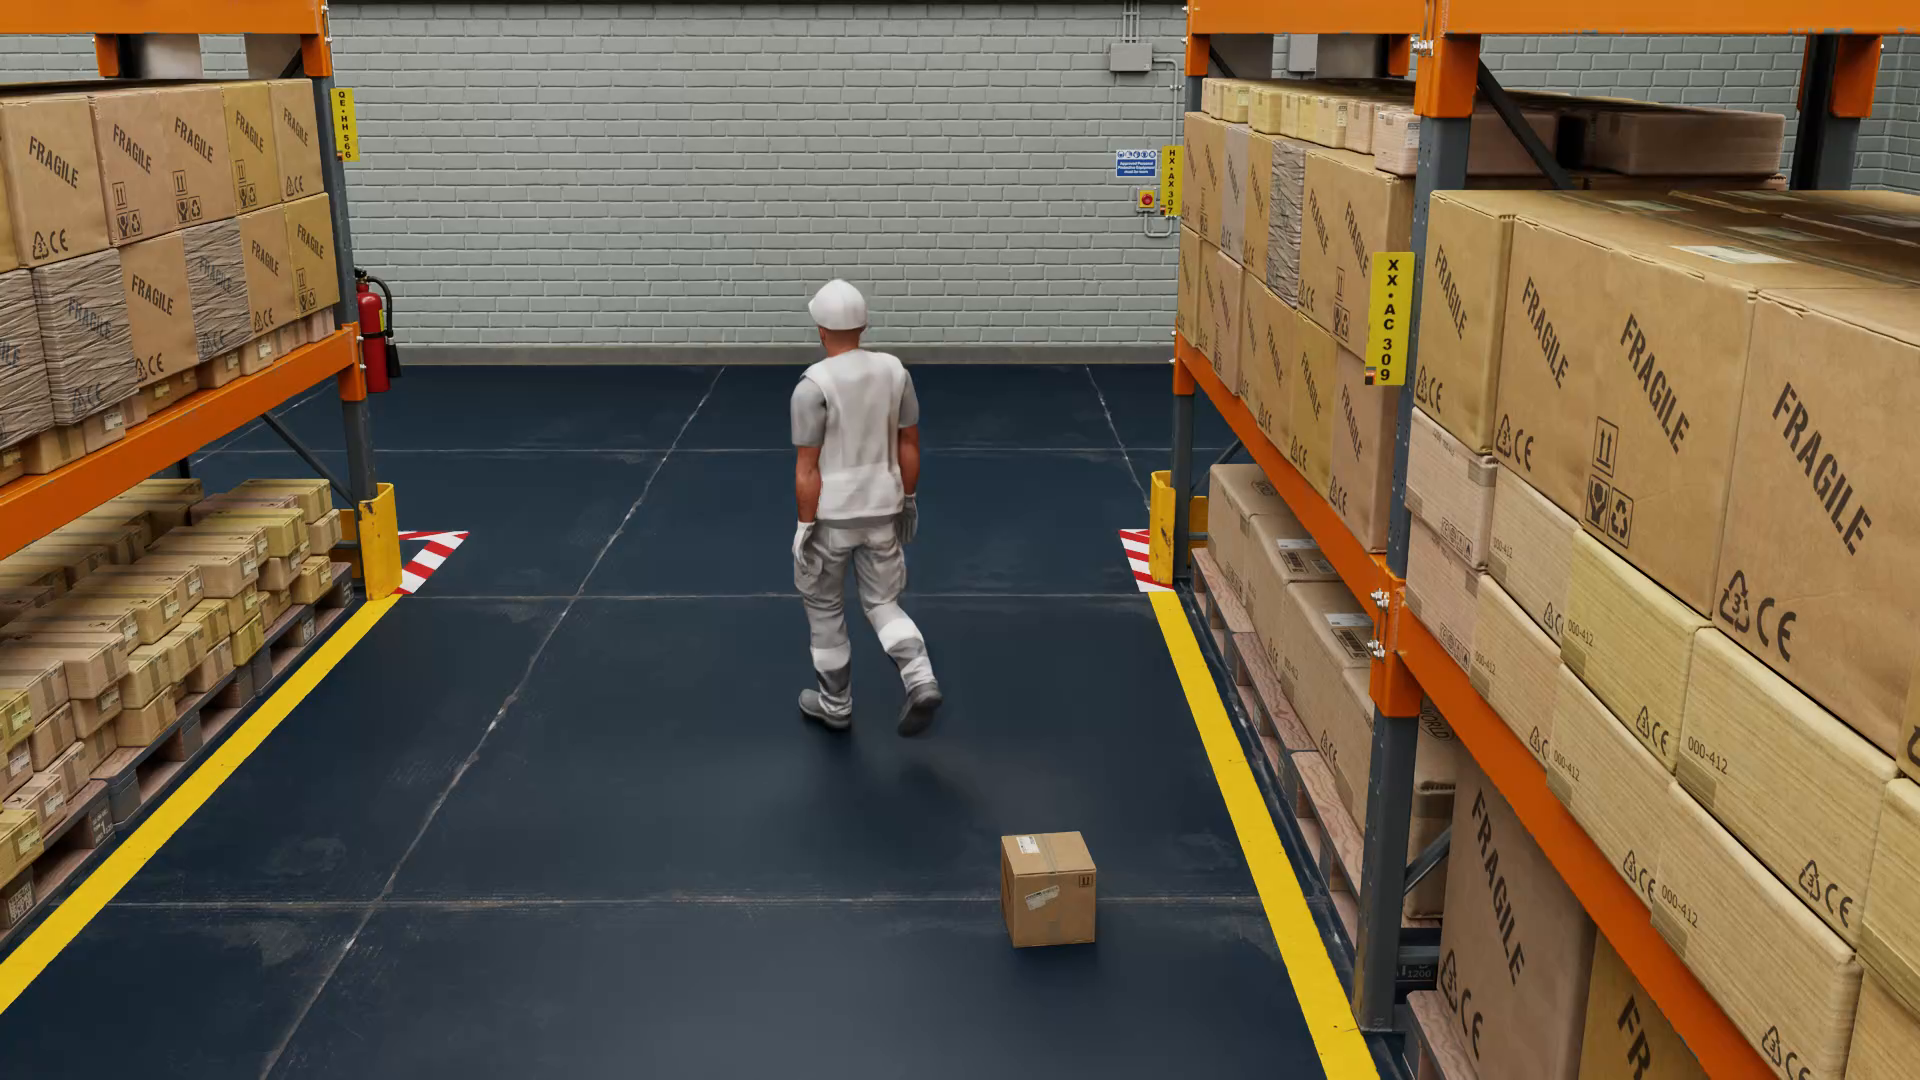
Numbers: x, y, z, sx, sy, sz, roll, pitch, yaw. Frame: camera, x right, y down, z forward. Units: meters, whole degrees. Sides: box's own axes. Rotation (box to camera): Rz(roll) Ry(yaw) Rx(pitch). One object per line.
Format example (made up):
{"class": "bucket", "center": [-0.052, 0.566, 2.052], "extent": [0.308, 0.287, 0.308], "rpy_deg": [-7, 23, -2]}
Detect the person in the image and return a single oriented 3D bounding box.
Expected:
{"class": "person", "center": [-0.359, -0.081, 6.229], "extent": [0.558, 1.771, 0.819], "rpy_deg": [-11, 20, -31]}
